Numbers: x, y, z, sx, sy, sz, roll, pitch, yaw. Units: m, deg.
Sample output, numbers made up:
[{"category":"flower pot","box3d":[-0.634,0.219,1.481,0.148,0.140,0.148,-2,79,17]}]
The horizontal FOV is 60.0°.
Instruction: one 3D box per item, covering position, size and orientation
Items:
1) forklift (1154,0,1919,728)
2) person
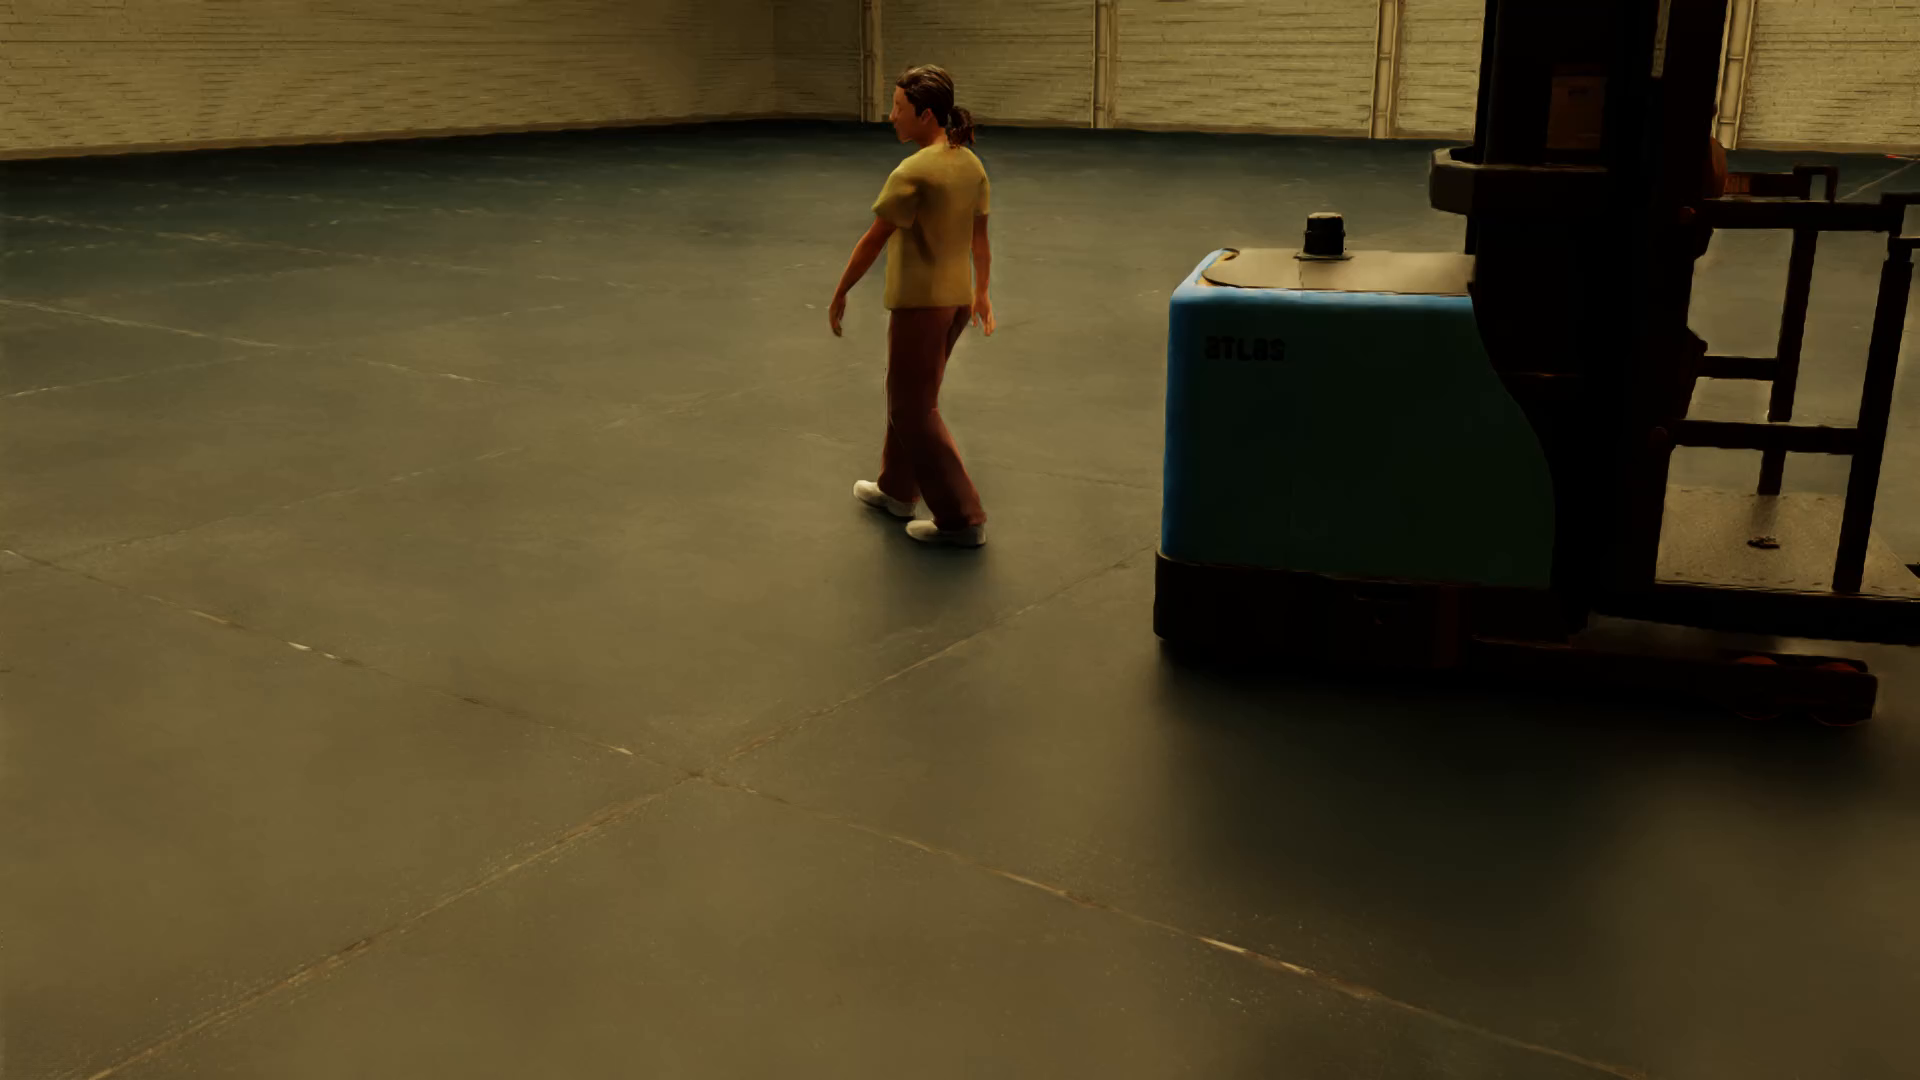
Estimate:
[{"category":"forklift","box3d":[2.136,-1.086,4.463,3.031,2.935,1.130,4,17,14]},{"category":"person","box3d":[-0.190,-0.706,5.895,0.713,1.388,0.586,9,19,28]}]
